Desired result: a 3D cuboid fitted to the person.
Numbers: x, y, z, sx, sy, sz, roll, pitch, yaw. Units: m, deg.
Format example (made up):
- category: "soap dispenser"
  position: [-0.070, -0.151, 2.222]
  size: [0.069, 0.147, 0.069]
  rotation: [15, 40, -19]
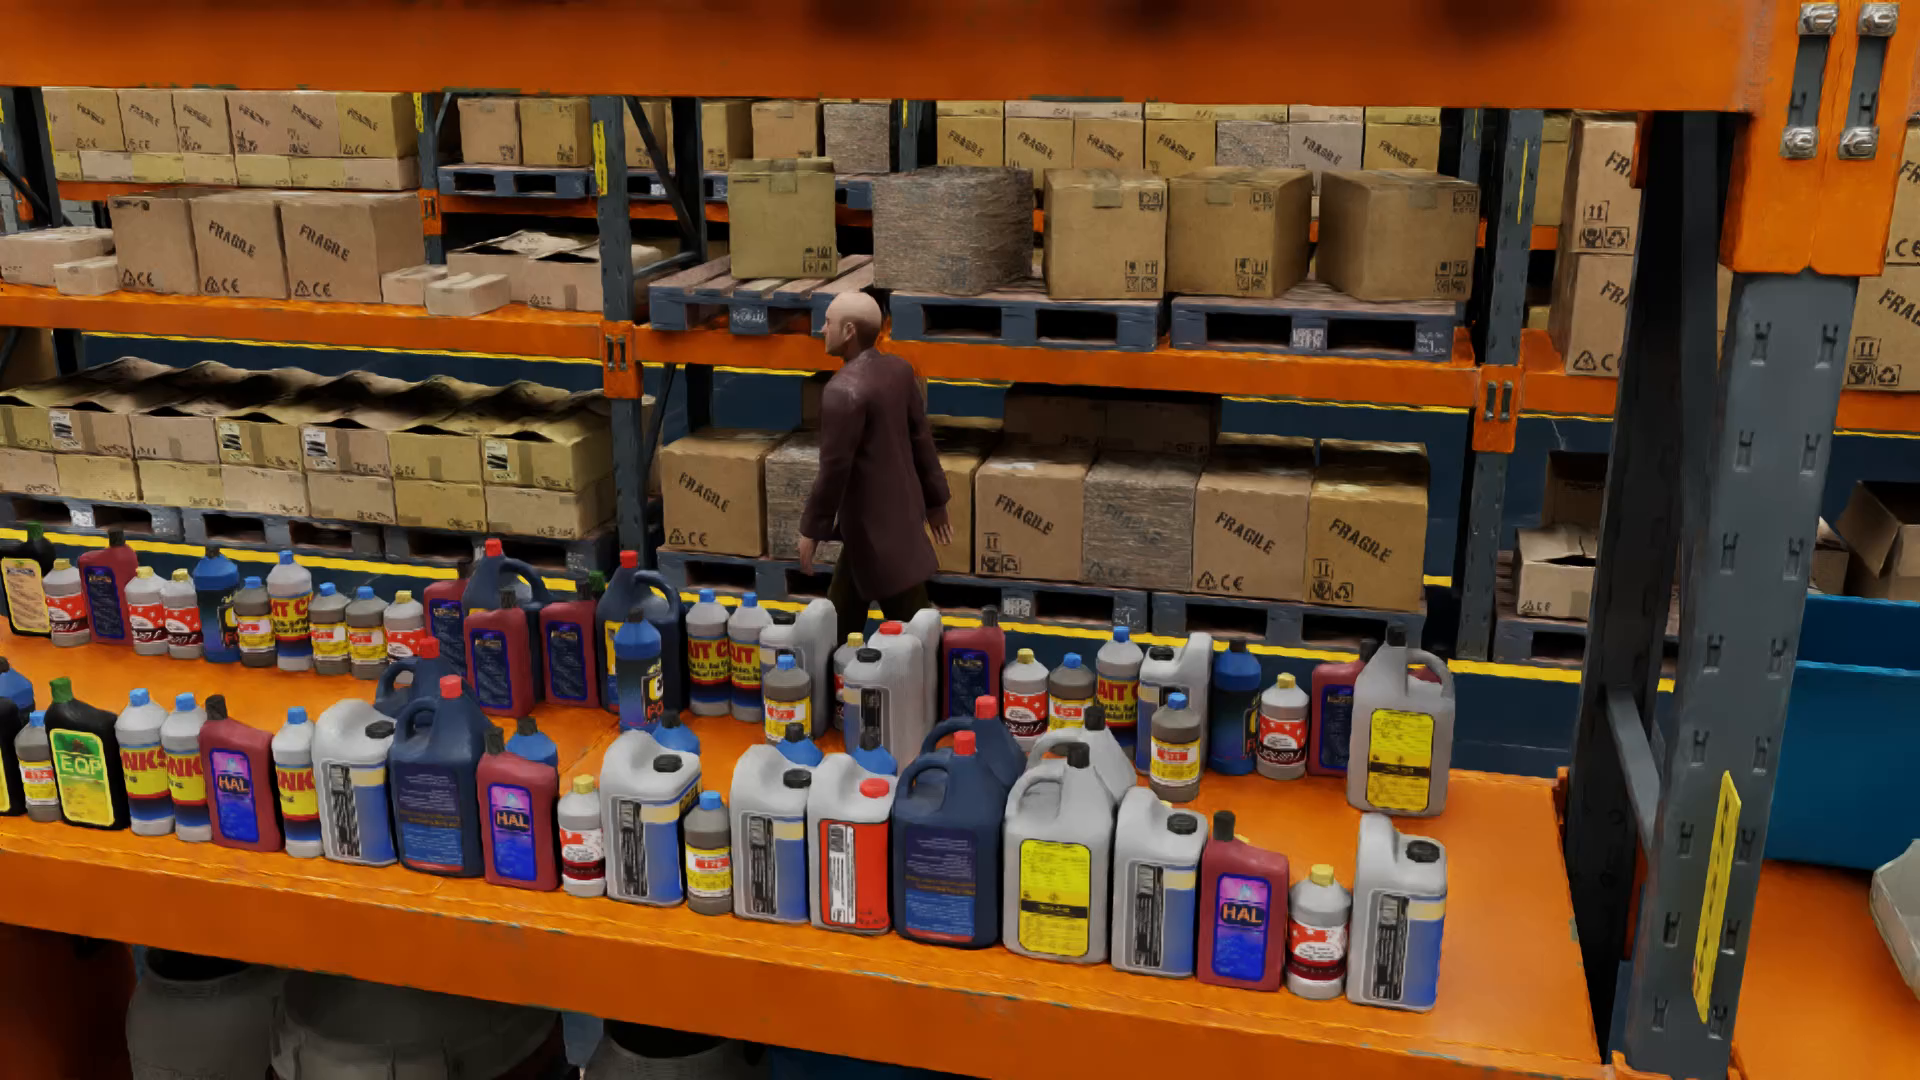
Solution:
- category: "person"
  position: [-0.390, -0.084, 6.326]
  size: [1.029, 1.724, 0.624]
  rotation: [5, 19, 15]
